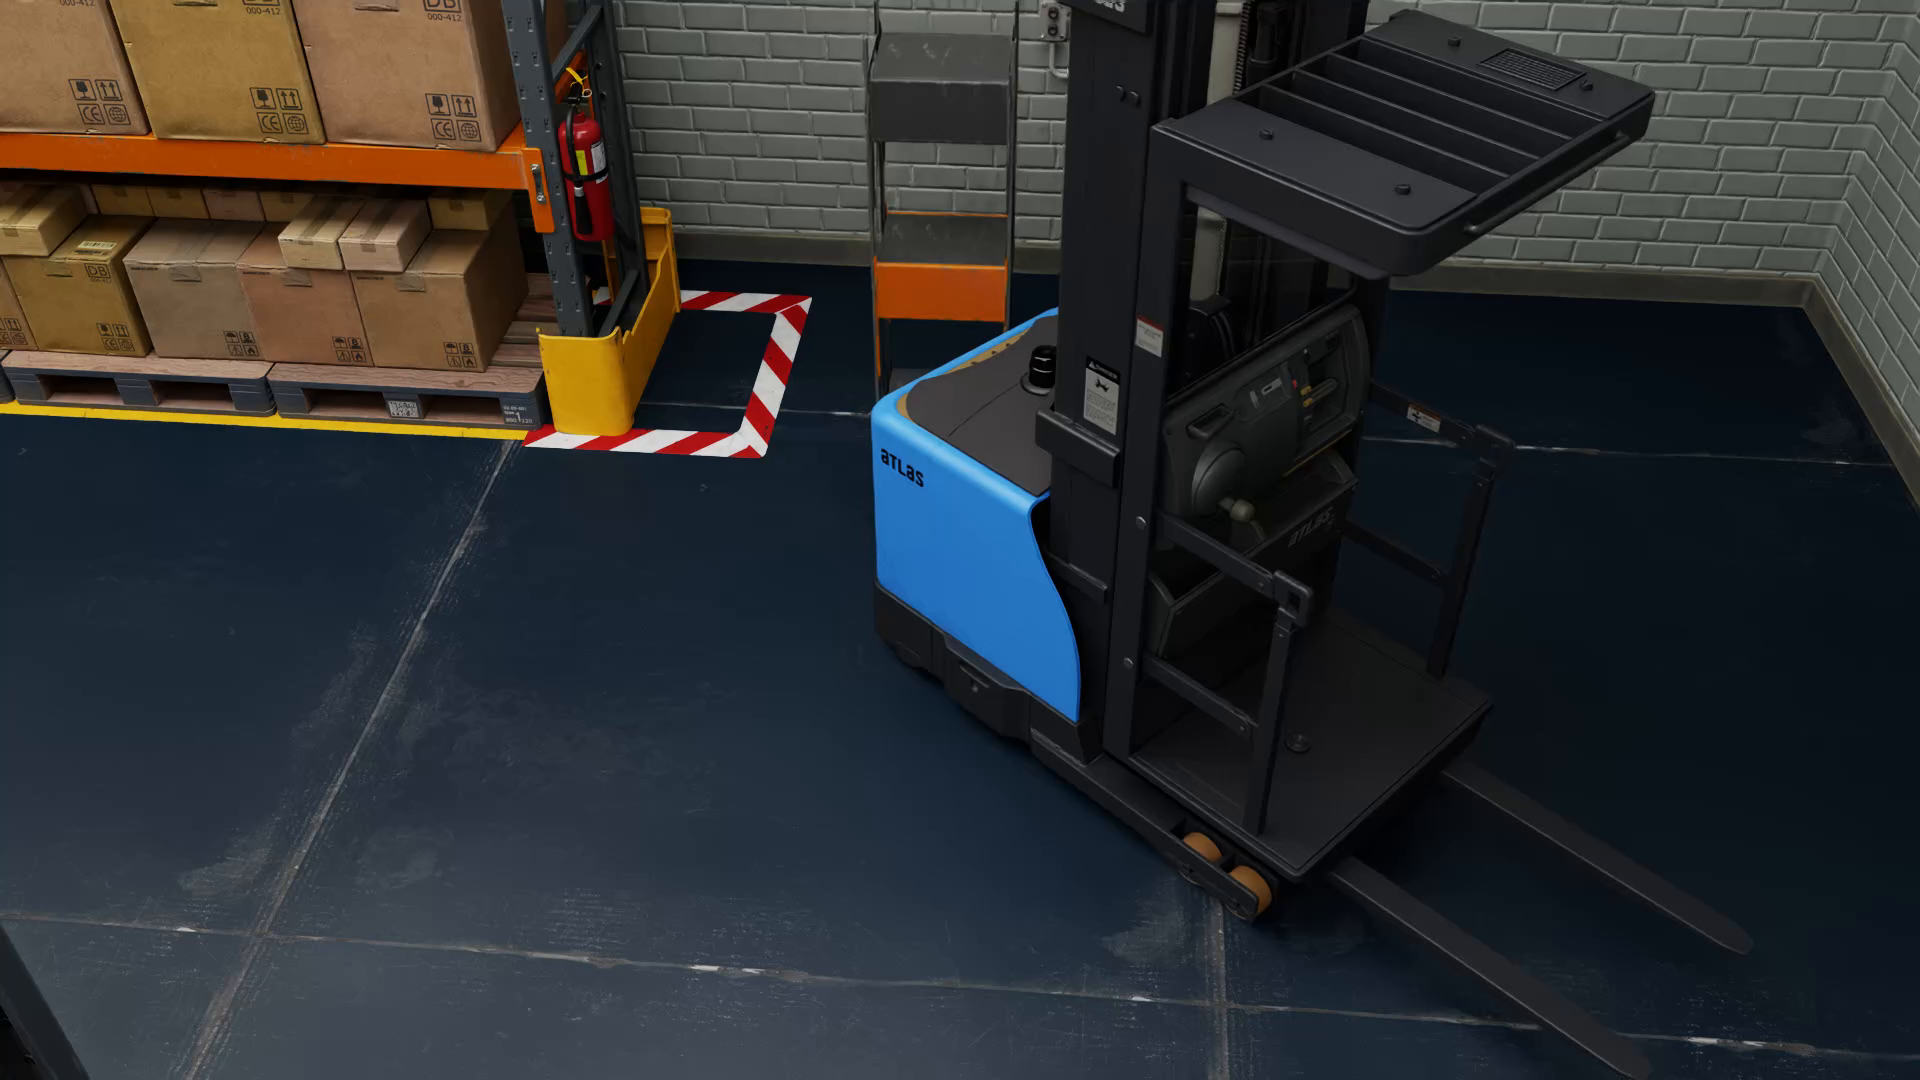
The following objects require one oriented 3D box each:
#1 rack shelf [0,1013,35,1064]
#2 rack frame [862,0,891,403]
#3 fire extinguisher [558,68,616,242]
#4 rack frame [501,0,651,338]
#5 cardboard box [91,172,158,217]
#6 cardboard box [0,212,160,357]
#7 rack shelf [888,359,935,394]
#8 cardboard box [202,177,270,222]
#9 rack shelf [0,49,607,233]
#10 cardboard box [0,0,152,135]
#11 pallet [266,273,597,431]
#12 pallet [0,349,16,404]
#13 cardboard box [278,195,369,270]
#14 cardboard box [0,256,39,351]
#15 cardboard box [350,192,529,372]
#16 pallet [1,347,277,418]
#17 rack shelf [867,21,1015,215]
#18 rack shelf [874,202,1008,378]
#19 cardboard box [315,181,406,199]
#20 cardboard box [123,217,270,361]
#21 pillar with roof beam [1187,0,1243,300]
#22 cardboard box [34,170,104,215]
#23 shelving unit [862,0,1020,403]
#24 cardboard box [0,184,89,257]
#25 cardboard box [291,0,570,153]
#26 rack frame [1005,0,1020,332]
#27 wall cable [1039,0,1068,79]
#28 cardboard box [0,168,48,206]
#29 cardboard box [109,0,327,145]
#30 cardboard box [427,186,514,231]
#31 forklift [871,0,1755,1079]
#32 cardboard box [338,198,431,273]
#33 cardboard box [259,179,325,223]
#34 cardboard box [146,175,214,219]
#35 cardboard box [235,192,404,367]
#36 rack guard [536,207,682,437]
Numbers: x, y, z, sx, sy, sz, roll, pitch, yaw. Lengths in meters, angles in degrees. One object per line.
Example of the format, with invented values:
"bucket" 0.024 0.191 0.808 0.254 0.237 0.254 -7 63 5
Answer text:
"rack shelf" -4.022 1.292 3.356 4.000 0.370 1.077 3 39 4
"rack frame" -0.301 -0.952 6.256 0.015 2.100 0.400 2 39 3
"fire extinguisher" -1.495 -1.520 6.598 0.183 0.674 0.296 3 39 4
"rack frame" -1.605 -1.993 6.823 0.127 3.000 1.000 3 39 4
"cardboard box" -3.685 -1.615 7.491 0.250 0.149 0.380 2 39 3
"cardboard box" -3.843 -1.241 7.546 0.500 0.500 0.700 4 39 5
"rack shelf" -0.057 -0.389 6.695 0.480 0.518 0.431 2 39 3
"cardboard box" -3.177 -1.587 7.457 0.250 0.149 0.380 4 39 4
"rack shelf" -3.598 -1.823 7.184 4.000 0.370 1.077 3 39 4
"cardboard box" -3.599 -2.211 6.853 0.700 0.700 0.980 1 39 2
"pallet" -2.409 -0.906 7.696 1.213 0.211 1.003 3 39 4
"pallet" -4.840 -1.039 7.859 1.213 0.211 1.003 3 39 4
"cardboard box" -2.710 -1.319 7.128 0.250 0.149 0.380 4 39 5
"cardboard box" -4.354 -1.270 7.582 0.500 0.500 0.700 3 39 3
"cardboard box" -2.311 -1.162 7.449 0.500 0.500 0.700 3 39 4
"pallet" -3.621 -0.974 7.780 1.213 0.211 1.003 3 39 4
"rack shelf" -0.057 -1.475 5.811 0.480 0.518 0.431 2 39 3
"rack shelf" -0.057 -0.932 6.253 0.480 0.518 0.431 2 39 3
"cardboard box" -2.674 -1.560 7.424 0.250 0.149 0.380 3 39 4
"cardboard box" -3.311 -1.216 7.515 0.500 0.500 0.700 2 39 2
"pillar with roof beam" 0.788 -2.009 2.090 0.400 9.000 9.100 3 39 4
"cardboard box" -3.942 -1.628 7.508 0.250 0.149 0.380 4 39 4
"shelving unit" -0.057 -0.942 6.244 0.503 2.100 0.431 2 39 3
"cardboard box" -4.009 -1.389 7.214 0.250 0.149 0.380 2 39 3
"cardboard box" -2.114 -2.131 6.755 0.700 0.700 0.980 5 39 6
"rack frame" 0.187 -0.933 6.233 0.015 2.100 0.400 2 39 3
"wall cable" -0.248 -2.913 7.147 1.851 1.984 0.084 3 39 4
"cardboard box" -4.194 -1.642 7.525 0.250 0.149 0.380 2 39 2
"cardboard box" -2.840 -2.164 6.795 0.700 0.700 0.980 3 39 3
"cardboard box" -2.170 -1.533 7.390 0.250 0.149 0.380 3 39 4
"forklift" 1.066 -0.308 4.806 1.130 2.935 3.031 -31 49 -33
"cardboard box" -2.455 -1.306 7.112 0.250 0.149 0.380 3 39 3
"cardboard box" -2.924 -1.574 7.441 0.250 0.149 0.380 3 39 4
"cardboard box" -3.433 -1.600 7.474 0.250 0.149 0.380 4 39 4
"cardboard box" -2.810 -1.189 7.482 0.500 0.500 0.700 3 39 4
"rack guard" -1.582 -1.023 7.610 0.348 0.500 1.175 3 39 4
